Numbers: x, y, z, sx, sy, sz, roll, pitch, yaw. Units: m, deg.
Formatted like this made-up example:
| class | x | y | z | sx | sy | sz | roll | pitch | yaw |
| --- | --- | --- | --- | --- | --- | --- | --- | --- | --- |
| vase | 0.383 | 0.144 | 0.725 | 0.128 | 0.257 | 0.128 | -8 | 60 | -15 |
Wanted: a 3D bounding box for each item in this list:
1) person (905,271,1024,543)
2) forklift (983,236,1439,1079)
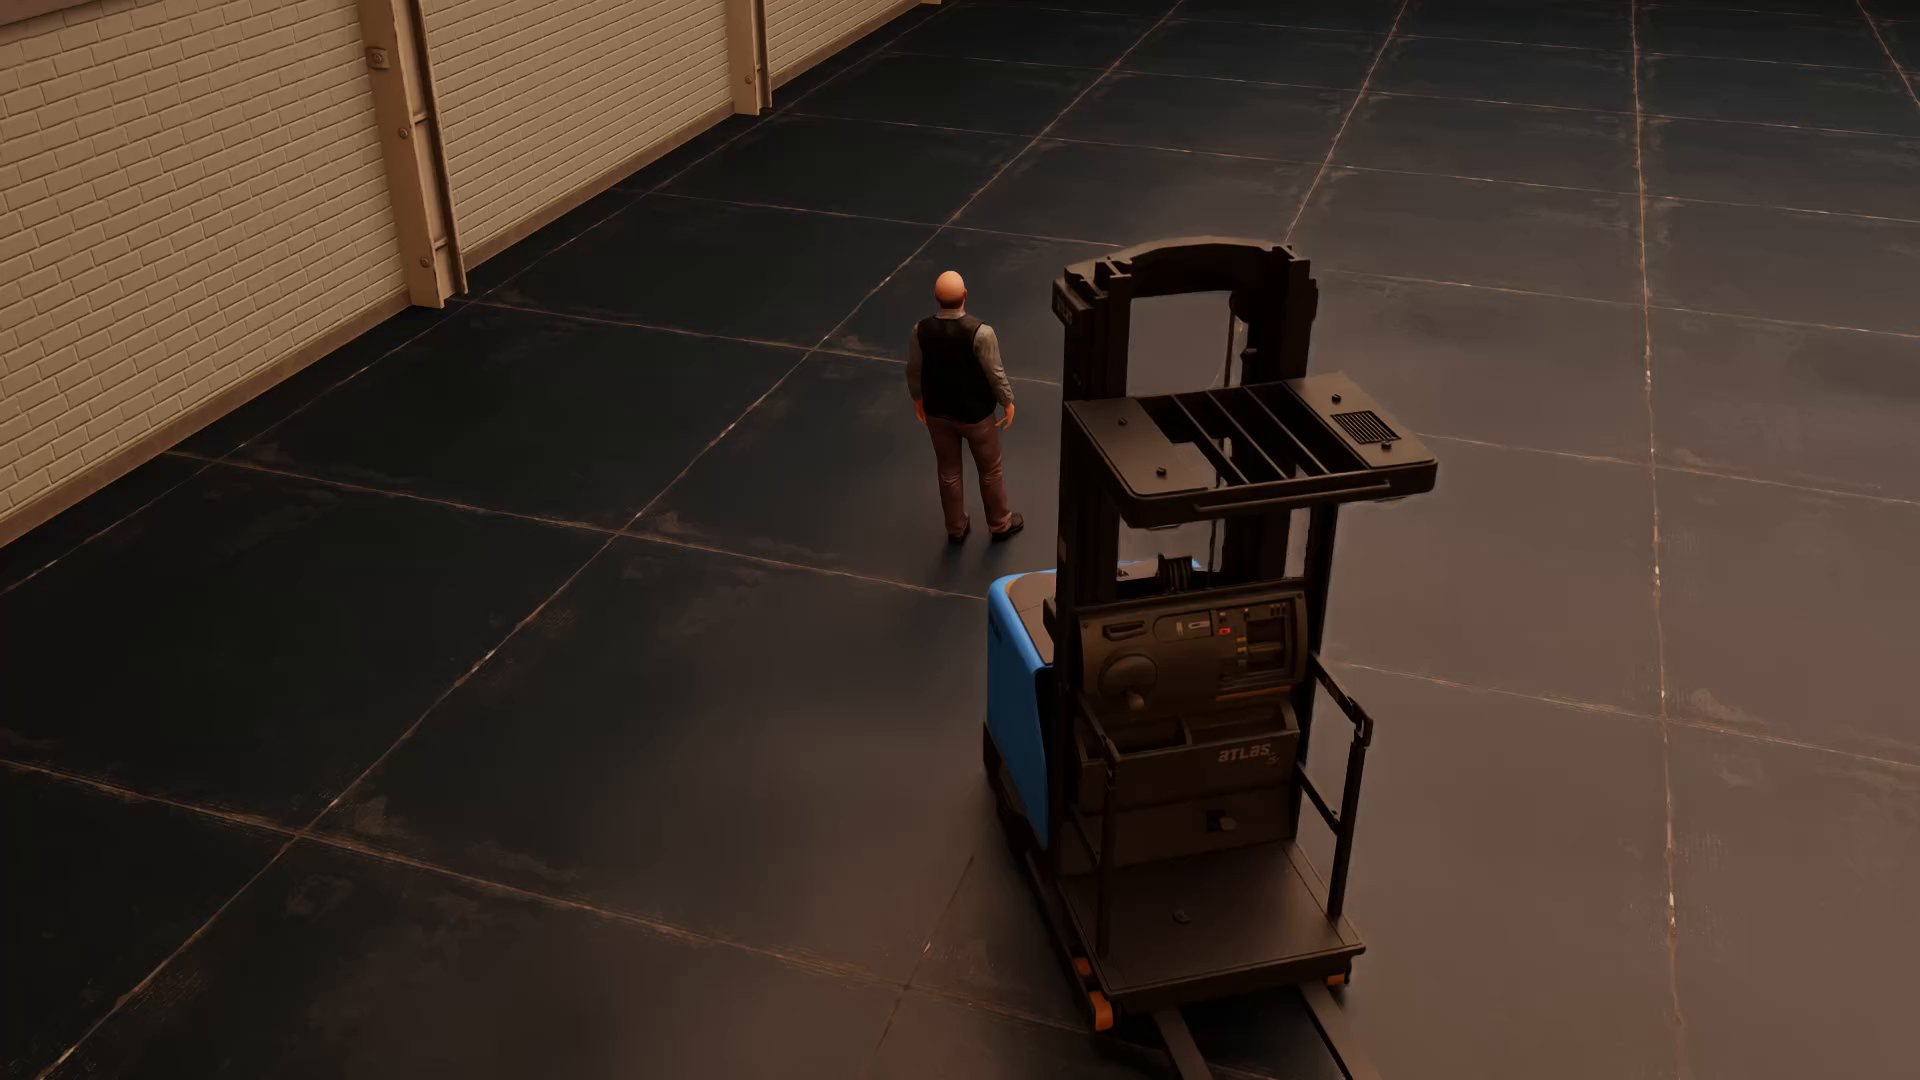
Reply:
| class | x | y | z | sx | sy | sz | roll | pitch | yaw |
| --- | --- | --- | --- | --- | --- | --- | --- | --- | --- |
| person | 0.028 | -0.782 | 9.715 | 0.632 | 1.720 | 0.568 | 10 | 31 | 16 |
| forklift | 0.968 | 0.478 | 6.298 | 1.130 | 2.935 | 3.031 | -7 | 30 | -12 |
